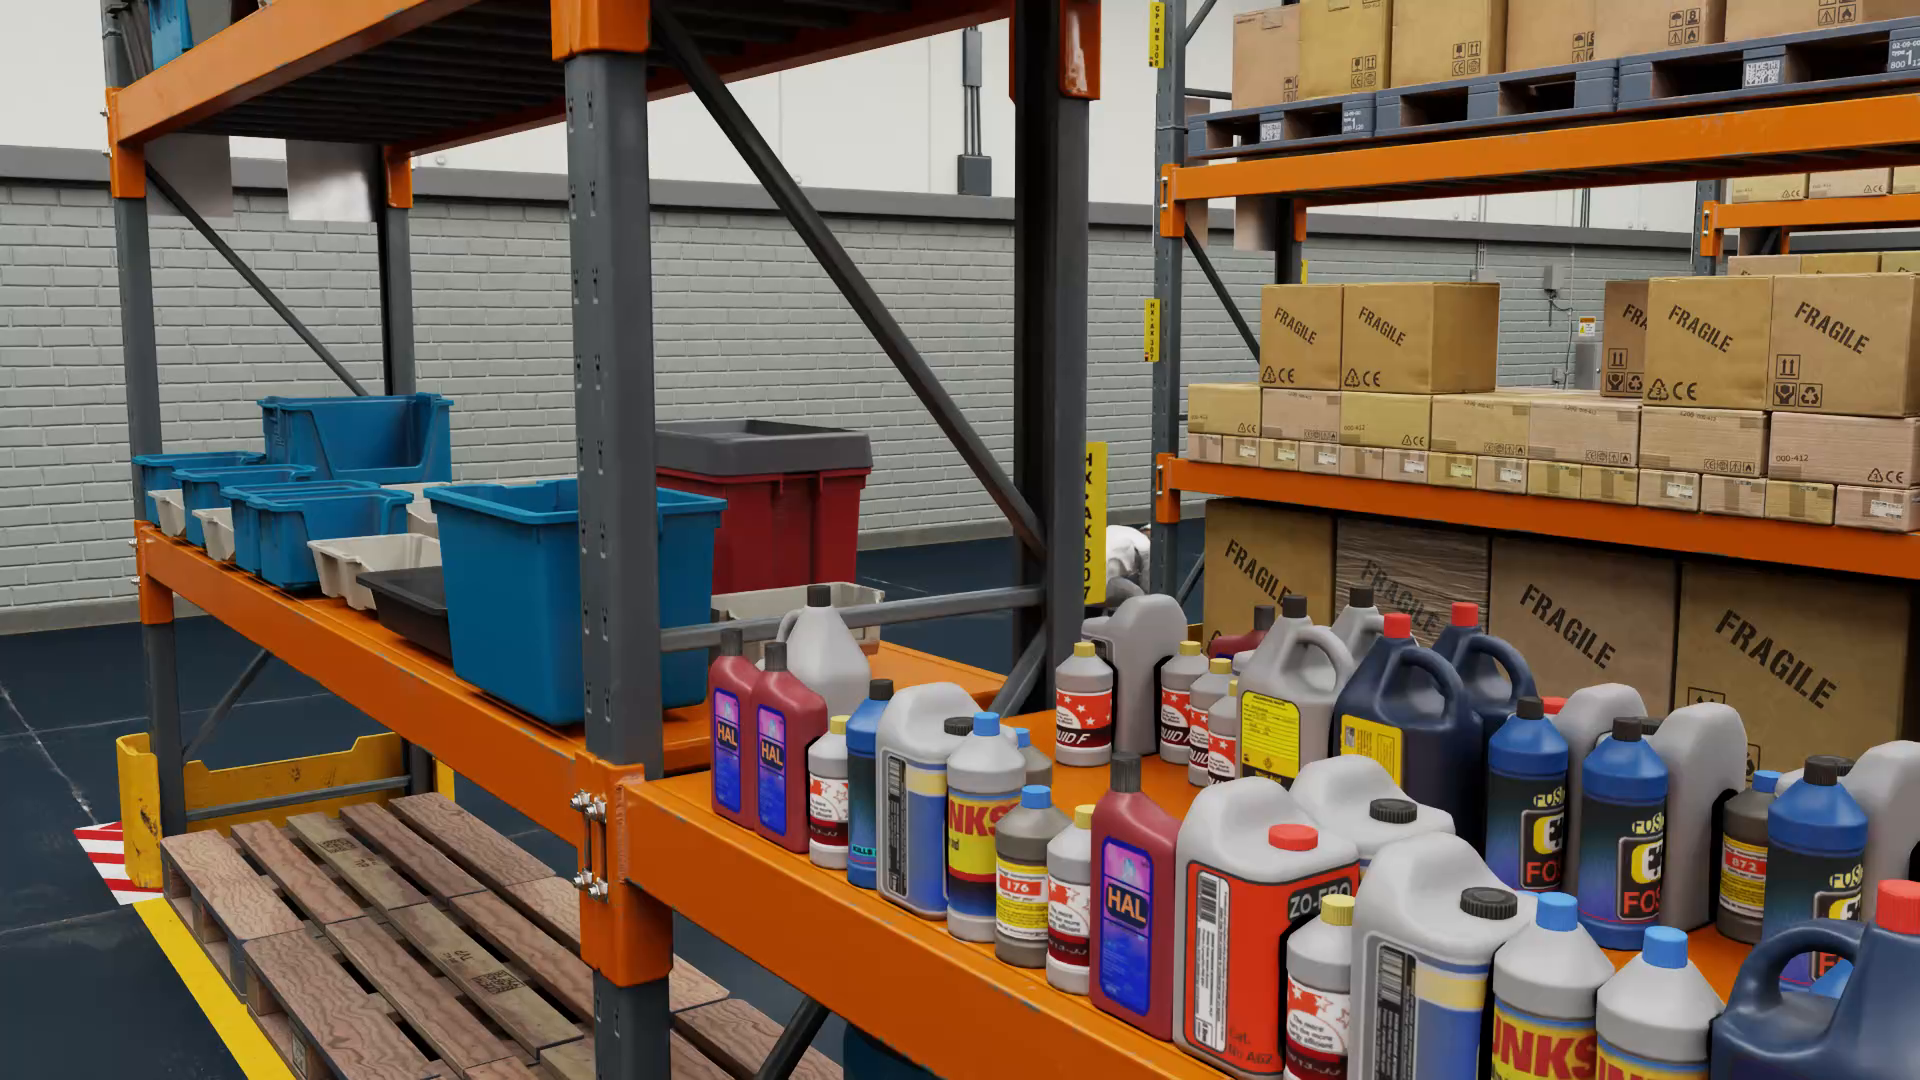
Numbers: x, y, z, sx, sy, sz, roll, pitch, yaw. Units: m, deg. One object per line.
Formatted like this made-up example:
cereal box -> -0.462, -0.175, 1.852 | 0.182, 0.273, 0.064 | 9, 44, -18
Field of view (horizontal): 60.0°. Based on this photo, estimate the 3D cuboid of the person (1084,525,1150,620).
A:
person -> 0.946, 0.311, 10.198 | 0.988, 0.791, 0.504 | -6, 10, -37
